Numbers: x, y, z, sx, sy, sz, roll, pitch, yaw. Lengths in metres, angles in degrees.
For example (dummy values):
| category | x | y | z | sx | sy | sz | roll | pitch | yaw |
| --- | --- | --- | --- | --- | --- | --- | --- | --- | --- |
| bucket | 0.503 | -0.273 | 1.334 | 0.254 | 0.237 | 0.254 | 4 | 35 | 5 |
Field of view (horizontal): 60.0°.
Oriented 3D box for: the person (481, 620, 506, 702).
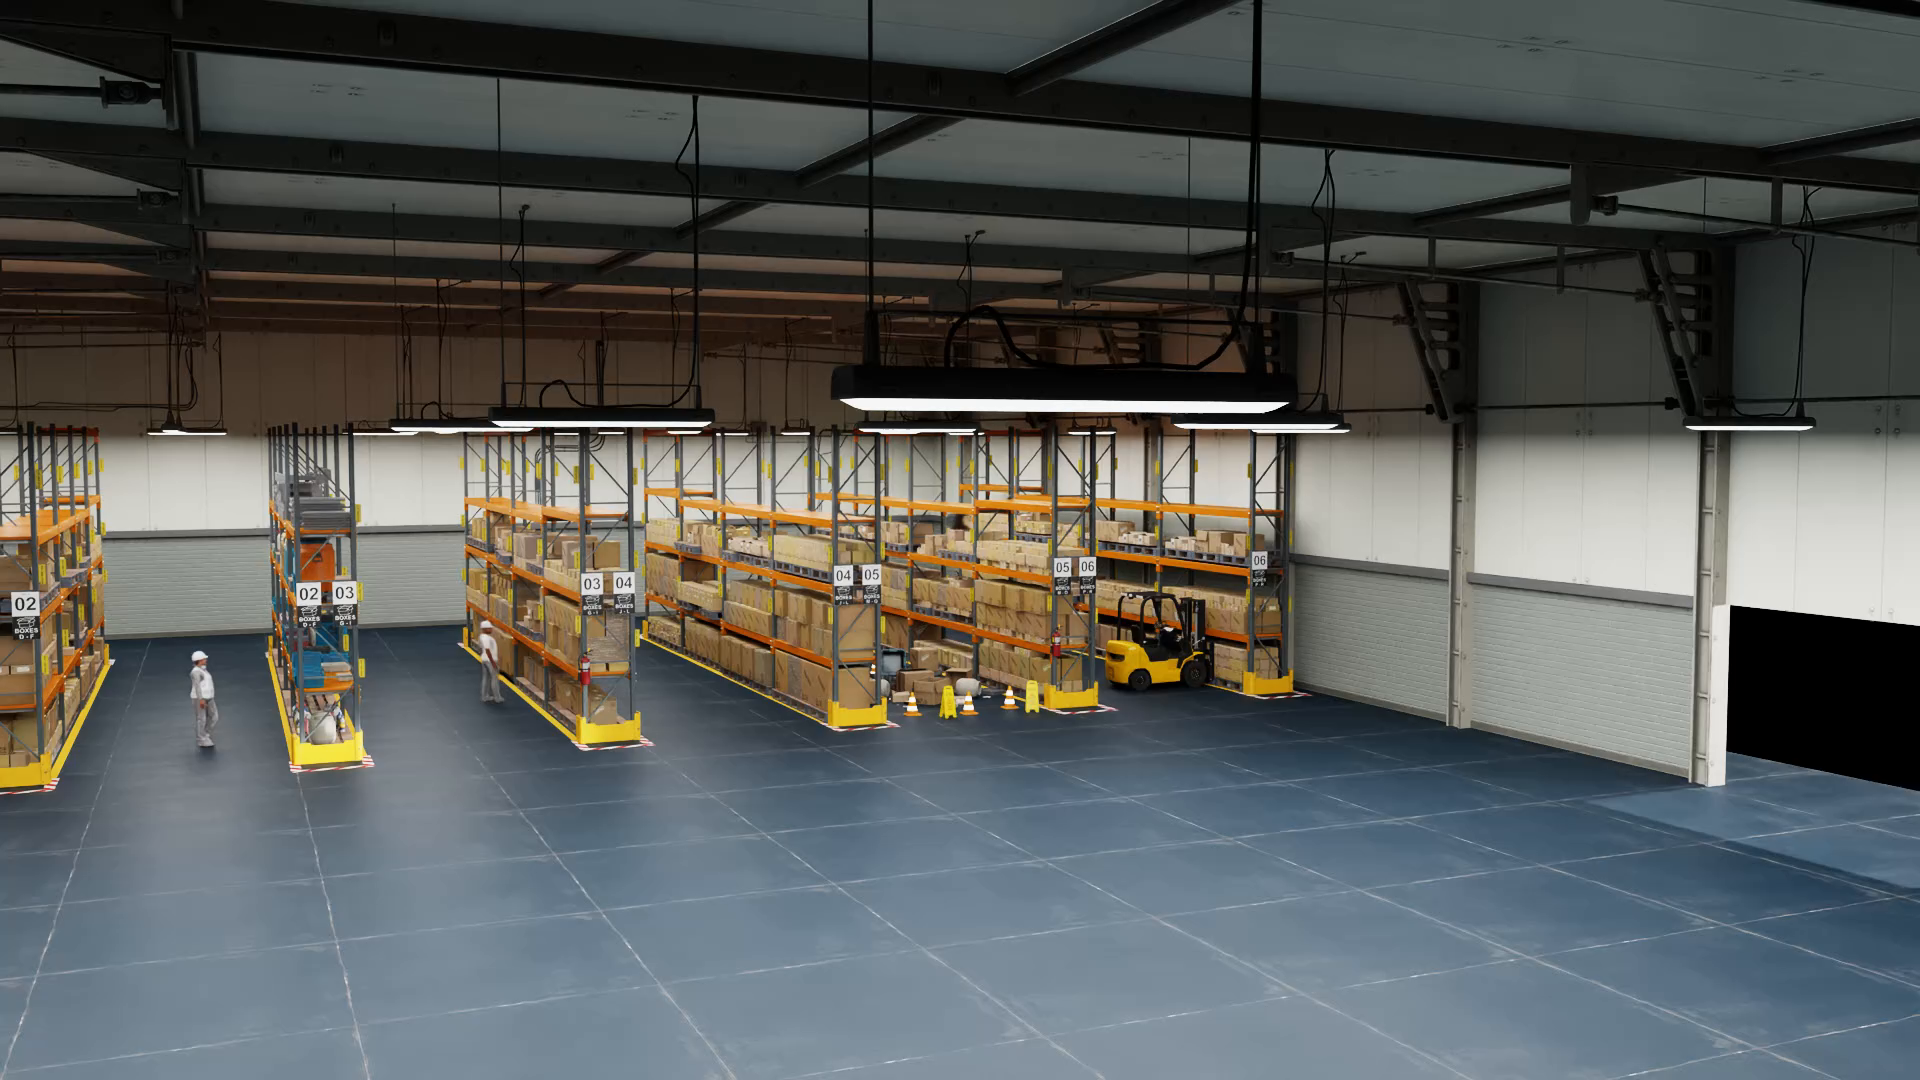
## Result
| category | x | y | z | sx | sy | sz | roll | pitch | yaw |
| --- | --- | --- | --- | --- | --- | --- | --- | --- | --- |
| person | -10.105 | 2.592 | 36.044 | 0.499 | 1.699 | 0.667 | 0 | 3 | -5 |

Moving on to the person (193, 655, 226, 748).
| category | x | y | z | sx | sy | sz | roll | pitch | yaw |
| --- | --- | --- | --- | --- | --- | --- | --- | --- | --- |
| person | -14.010 | 2.981 | 30.802 | 0.713 | 1.741 | 0.620 | 2 | 4 | 24 |

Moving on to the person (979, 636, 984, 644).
| category | x | y | z | sx | sy | sz | roll | pitch | yaw |
| --- | --- | --- | --- | --- | --- | --- | --- | --- | --- |
| person | 0.537 | 2.307 | 43.391 | 0.432 | 1.574 | 0.754 | 1 | 4 | 11 |
